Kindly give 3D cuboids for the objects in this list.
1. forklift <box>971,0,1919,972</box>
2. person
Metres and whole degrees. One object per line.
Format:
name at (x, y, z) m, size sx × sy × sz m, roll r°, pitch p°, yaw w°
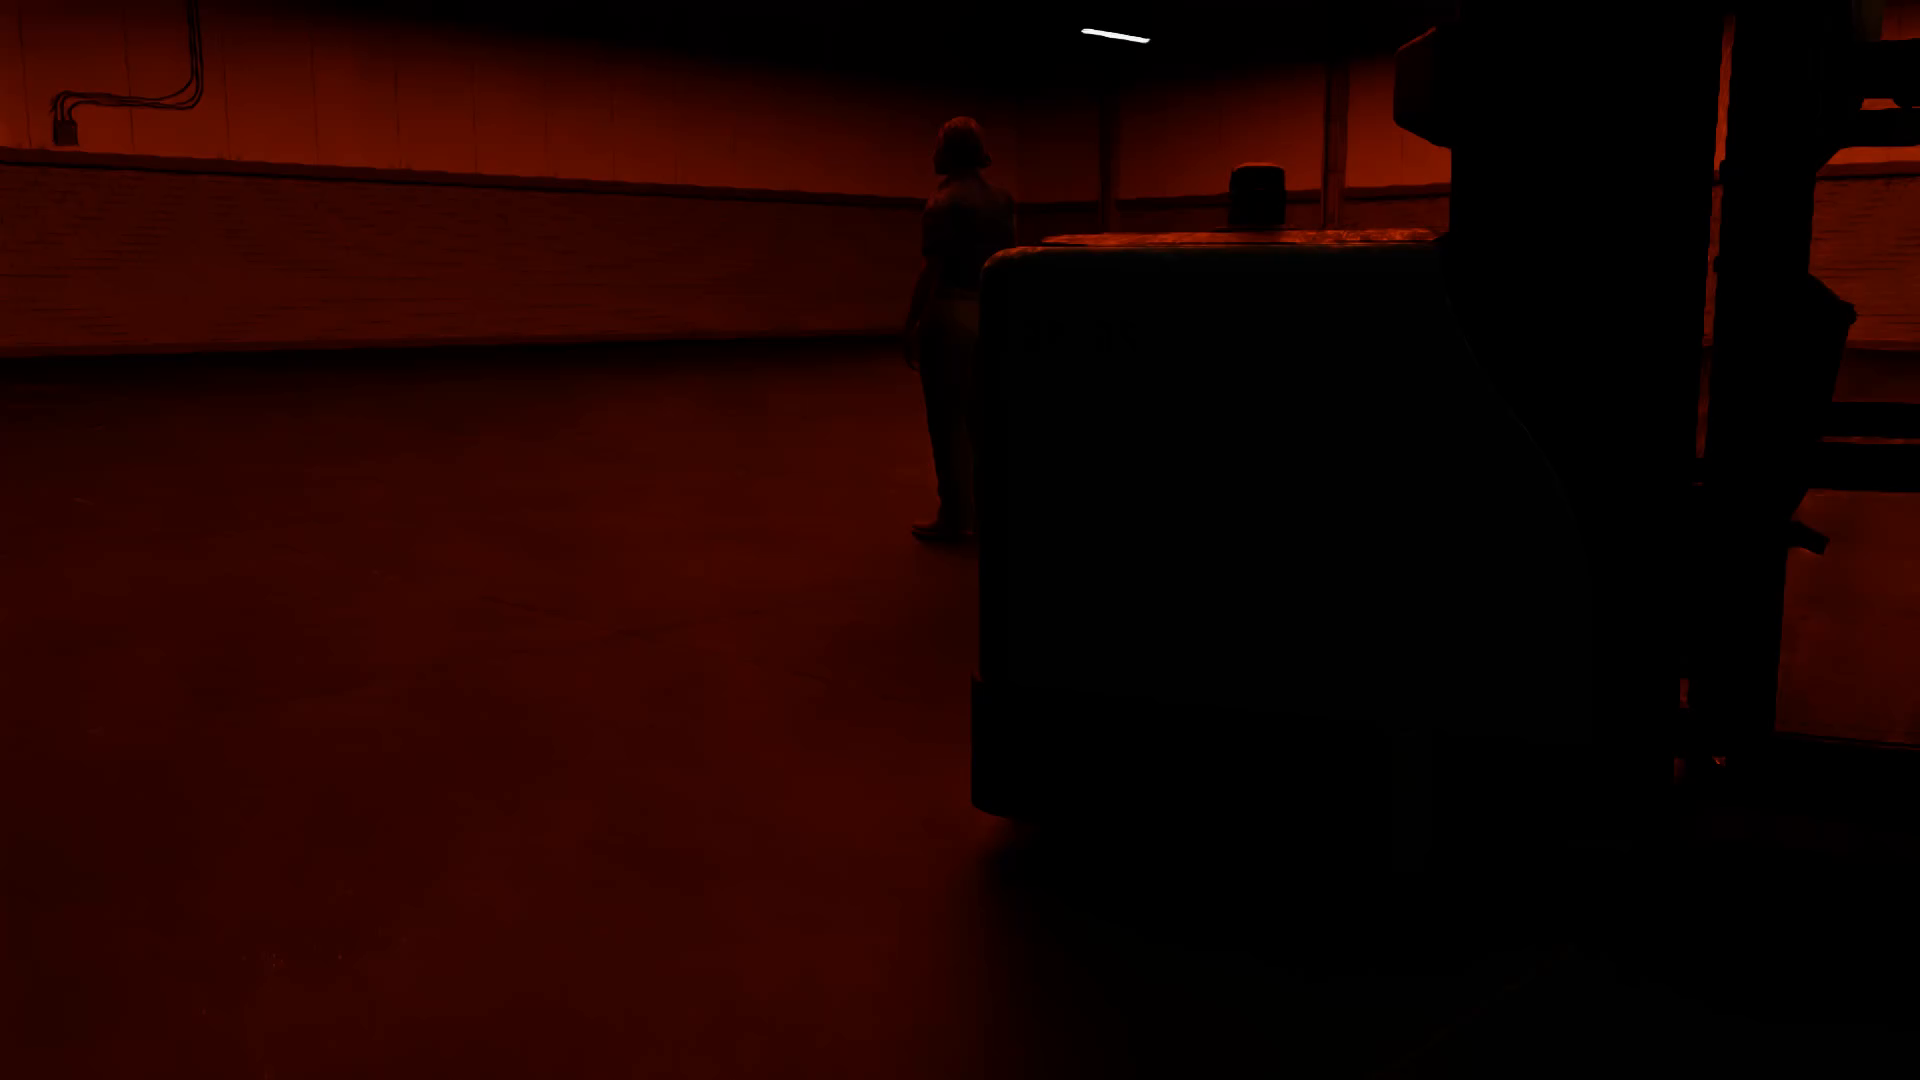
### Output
forklift at (1.583, -0.871, 2.656) m, size 3.031 × 2.935 × 1.130 m, roll 4°, pitch 9°, yaw 24°
person at (-0.050, -0.836, 6.667) m, size 0.503 × 1.654 × 0.570 m, roll 8°, pitch 12°, yaw 43°
